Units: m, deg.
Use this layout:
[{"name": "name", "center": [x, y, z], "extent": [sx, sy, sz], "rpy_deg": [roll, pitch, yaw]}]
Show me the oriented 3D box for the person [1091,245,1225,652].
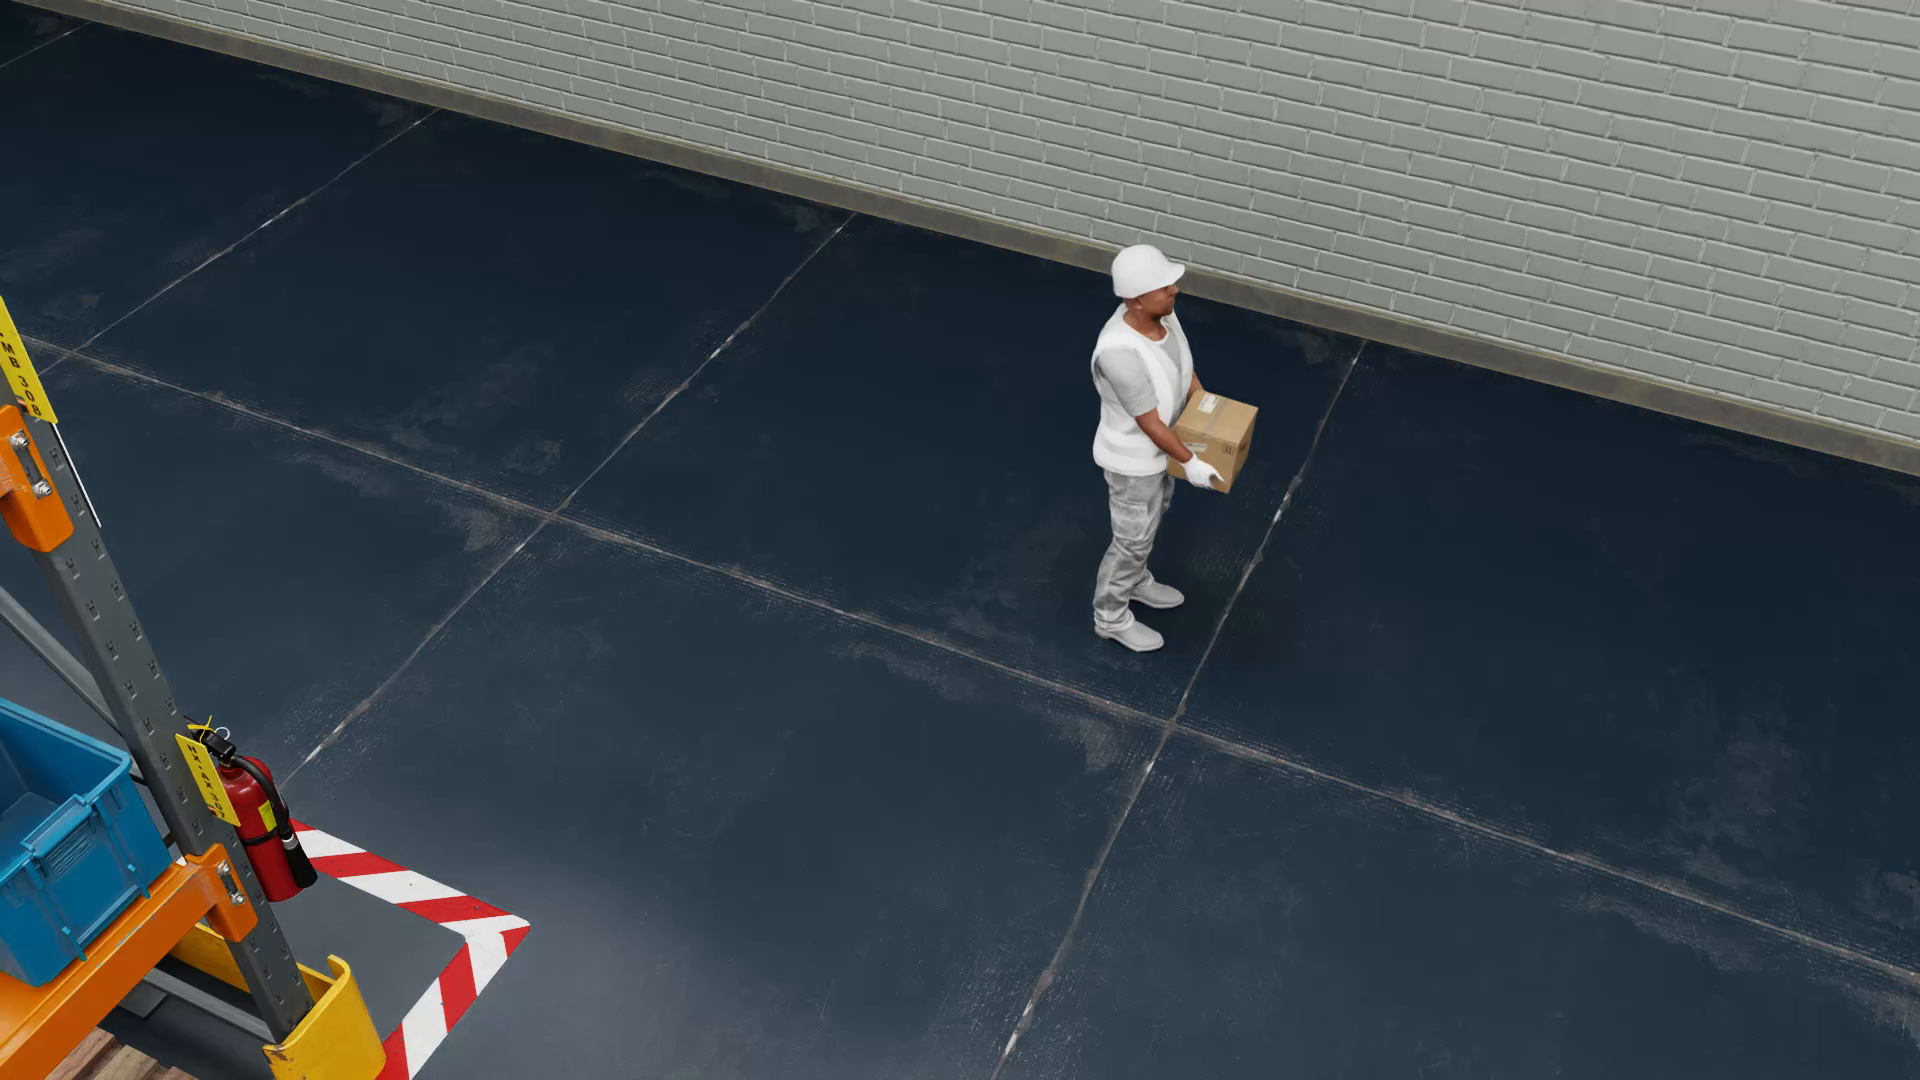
[{"name": "person", "center": [0.803, -0.341, 6.527], "extent": [0.572, 1.786, 0.497], "rpy_deg": [14, 44, 15]}]
